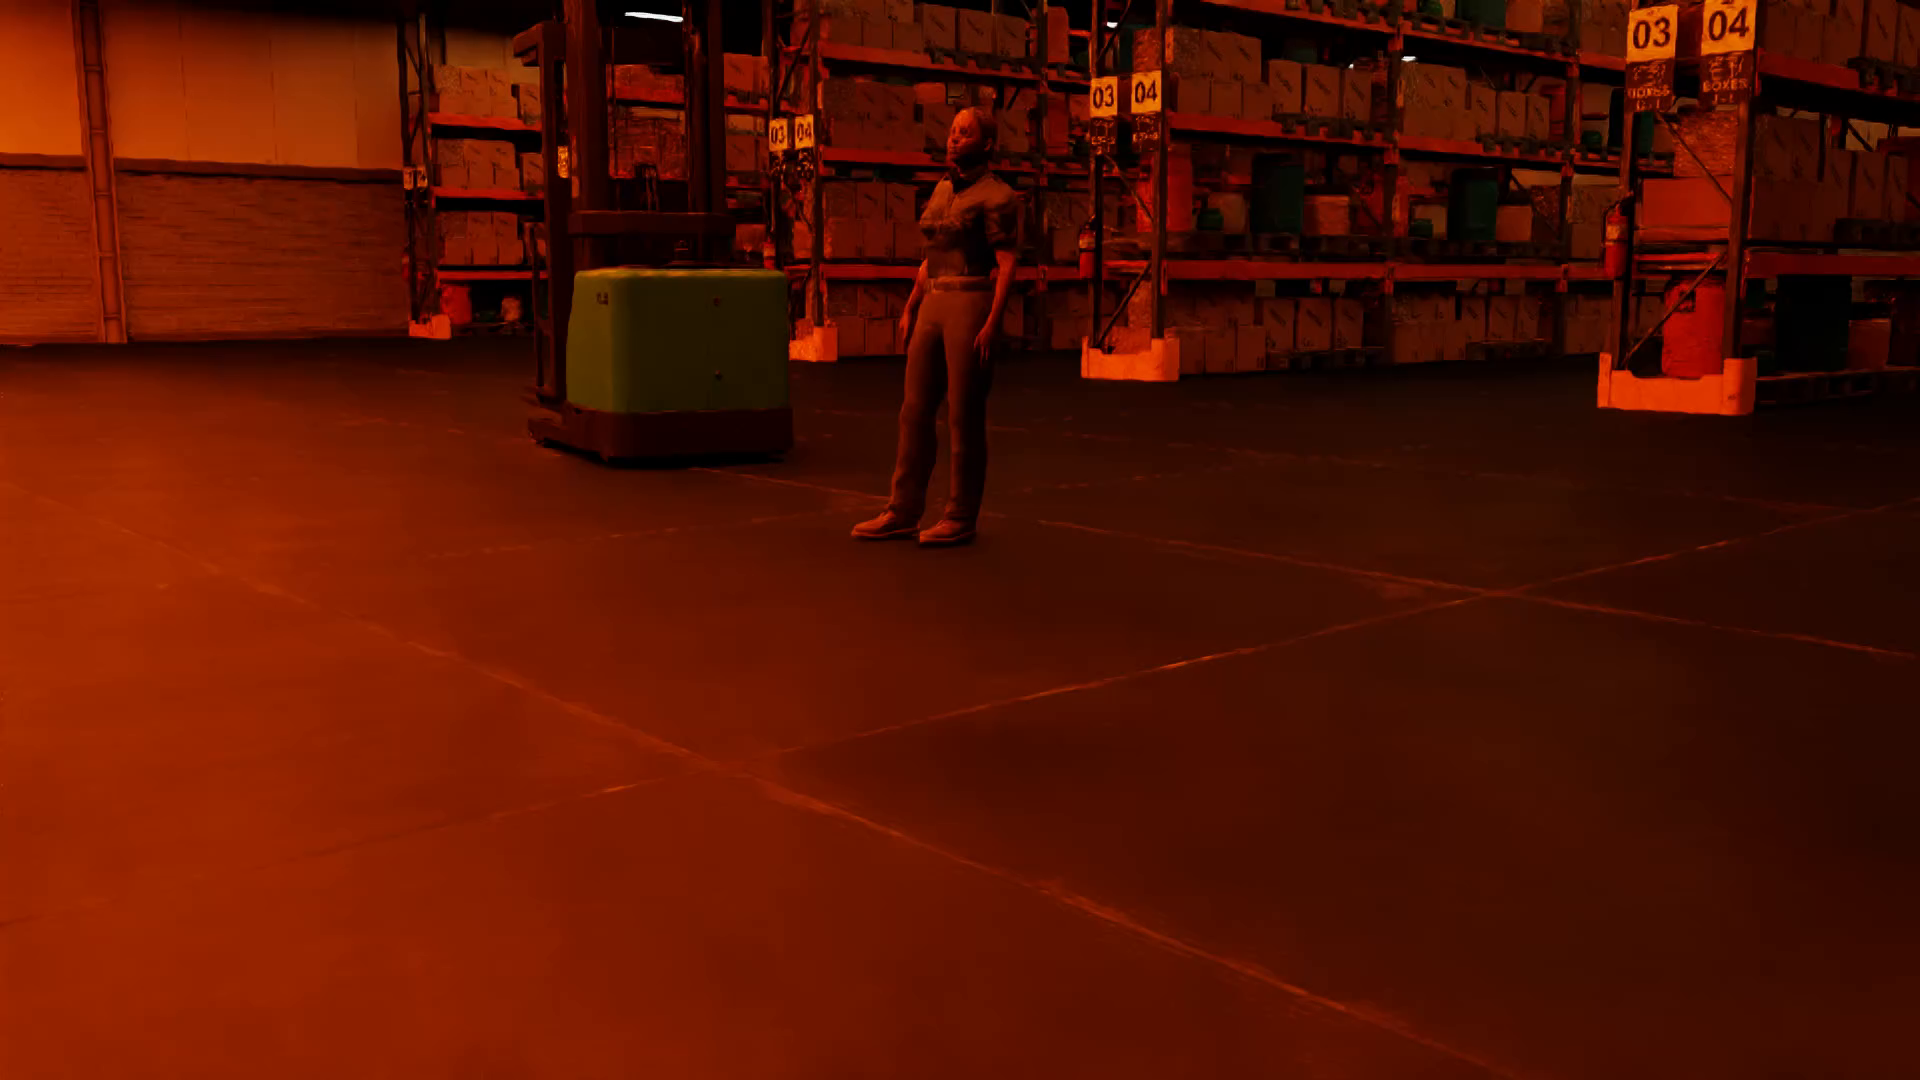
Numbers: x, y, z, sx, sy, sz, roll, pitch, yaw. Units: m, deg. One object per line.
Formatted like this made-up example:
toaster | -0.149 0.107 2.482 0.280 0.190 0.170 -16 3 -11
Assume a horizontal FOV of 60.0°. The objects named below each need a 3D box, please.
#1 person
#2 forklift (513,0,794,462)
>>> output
person | -0.079 -0.818 6.370 0.503 1.654 0.570 -8 12 -40
forklift | -2.076 -2.059 10.263 1.130 2.935 3.031 -5 10 -27
